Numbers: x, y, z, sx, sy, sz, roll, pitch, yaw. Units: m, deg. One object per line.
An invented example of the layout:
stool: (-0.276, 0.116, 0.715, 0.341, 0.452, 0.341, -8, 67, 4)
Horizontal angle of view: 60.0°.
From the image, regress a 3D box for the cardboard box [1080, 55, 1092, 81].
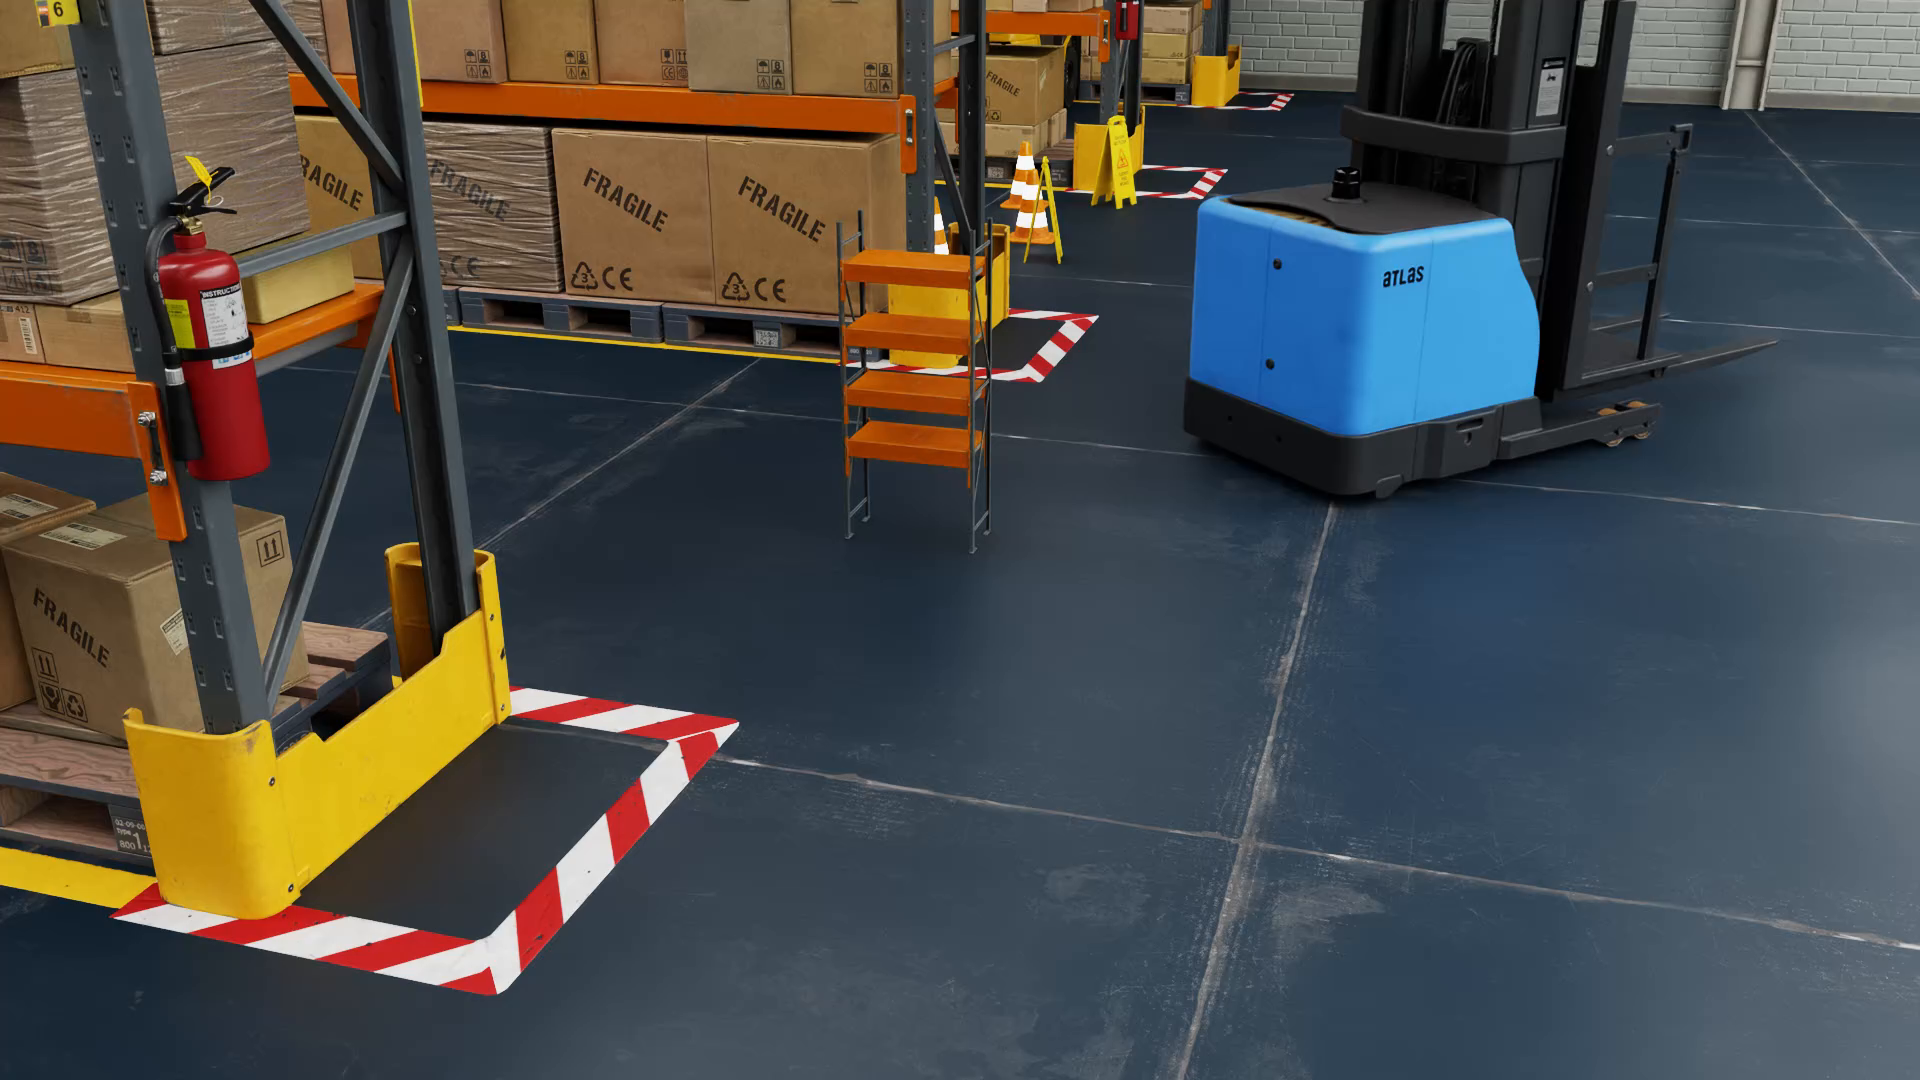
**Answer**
cardboard box: (1.207, -5.064, 17.732, 0.500, 0.250, 0.500, 7, 23, 16)

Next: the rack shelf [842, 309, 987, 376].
rack shelf: (-0.158, -0.718, 6.027, 0.480, 0.148, 0.258, 7, 23, 16)

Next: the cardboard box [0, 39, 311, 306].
cardboard box: (-2.114, -0.938, 4.081, 0.500, 0.500, 0.875, 7, 23, 16)

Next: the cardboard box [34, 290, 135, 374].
cardboard box: (-1.928, -0.524, 3.926, 0.250, 0.149, 0.380, 7, 23, 16)

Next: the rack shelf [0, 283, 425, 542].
rack shelf: (-3.510, -0.571, 4.656, 4.000, 0.370, 1.077, 7, 23, 16)

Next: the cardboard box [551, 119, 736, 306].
cardboard box: (-1.577, -1.832, 9.031, 0.875, 0.875, 0.875, 6, 23, 15)

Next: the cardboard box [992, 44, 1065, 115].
cardboard box: (0.552, -3.745, 13.529, 0.500, 0.500, 0.500, 6, 23, 14)

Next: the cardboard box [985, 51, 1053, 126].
cardboard box: (0.425, -3.547, 13.046, 0.500, 0.500, 0.500, 7, 23, 16)

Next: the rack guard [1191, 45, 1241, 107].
rack guard: (2.721, -4.929, 17.629, 0.348, 0.500, 1.175, 7, 23, 16)

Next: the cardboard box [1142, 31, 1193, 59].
cardboard box: (2.141, -5.182, 17.361, 0.500, 0.250, 0.500, 6, 23, 15)

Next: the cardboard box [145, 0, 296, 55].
cardboard box: (-2.043, -1.490, 4.108, 0.500, 0.500, 0.500, 7, 23, 16)

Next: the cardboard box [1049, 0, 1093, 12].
cardboard box: (0.848, -4.132, 12.721, 0.250, 0.149, 0.380, 7, 23, 17)

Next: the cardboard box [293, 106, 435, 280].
cardboard box: (-3.313, -2.031, 9.514, 0.875, 0.875, 0.875, 7, 23, 16)

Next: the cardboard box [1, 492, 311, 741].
cardboard box: (-2.188, 0.204, 4.562, 0.500, 0.500, 0.500, 11, 25, 25)

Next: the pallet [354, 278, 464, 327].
pallet: (-3.190, -1.512, 9.677, 1.213, 0.211, 1.003, 7, 23, 15)

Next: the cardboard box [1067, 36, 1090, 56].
cardboard box: (1.164, -5.290, 17.624, 0.500, 0.250, 0.500, 6, 23, 14)

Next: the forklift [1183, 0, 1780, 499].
forklift: (2.498, -1.919, 7.087, 3.031, 2.935, 1.130, -13, 26, -29)

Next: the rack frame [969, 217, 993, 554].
rack frame: (0.075, -0.547, 6.021, 0.015, 1.200, 0.240, 7, 23, 16)

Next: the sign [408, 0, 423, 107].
sign: (-1.439, -1.282, 4.302, 0.005, 0.325, 0.100, 7, 23, 16)

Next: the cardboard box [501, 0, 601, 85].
cardboard box: (-1.986, -2.771, 8.876, 0.500, 0.550, 0.875, 7, 23, 16)

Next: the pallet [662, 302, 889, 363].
pallet: (-0.854, -1.244, 9.025, 1.213, 0.211, 1.003, 7, 23, 15)

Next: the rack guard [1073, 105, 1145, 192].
rack guard: (1.195, -3.137, 13.258, 0.348, 0.500, 1.175, 7, 23, 16)

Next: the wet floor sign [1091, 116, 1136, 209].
wet floor sign: (1.140, -2.786, 12.211, 0.232, 0.644, 0.267, 16, 27, 34)

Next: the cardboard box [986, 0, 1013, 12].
cardboard box: (0.334, -4.155, 12.778, 0.250, 0.149, 0.380, 6, 23, 15)

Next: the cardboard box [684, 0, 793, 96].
cardboard box: (-0.967, -2.621, 8.510, 0.550, 0.550, 0.875, 7, 23, 16)

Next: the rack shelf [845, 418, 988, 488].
rack shelf: (-0.158, -0.327, 6.187, 0.480, 0.148, 0.258, 7, 23, 16)

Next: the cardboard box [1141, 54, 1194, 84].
cardboard box: (2.157, -4.947, 17.449, 0.500, 0.250, 0.500, 7, 23, 16)

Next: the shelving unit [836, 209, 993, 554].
shelving unit: (-0.158, -0.573, 6.087, 0.503, 1.200, 0.258, 7, 23, 16)

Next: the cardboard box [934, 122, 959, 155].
cardboard box: (-0.078, -3.257, 13.328, 0.500, 0.250, 0.500, 7, 23, 16)

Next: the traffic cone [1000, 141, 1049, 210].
traffic cone: (0.483, -2.689, 12.217, 0.334, 0.463, 0.336, 7, 23, 16)

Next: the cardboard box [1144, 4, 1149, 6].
cardboard box: (1.676, -5.464, 17.391, 0.500, 0.250, 0.500, 7, 23, 16)

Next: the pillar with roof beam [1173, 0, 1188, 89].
pillar with roof beam: (1.048, -7.704, 13.193, 0.400, 9.000, 9.100, 7, 23, 16)

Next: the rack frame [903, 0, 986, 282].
rack frame: (-0.066, -2.475, 8.352, 0.127, 3.000, 1.000, 7, 23, 16)

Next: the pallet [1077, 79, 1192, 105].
pallet: (1.953, -4.867, 17.857, 1.213, 0.211, 1.003, 7, 23, 16)

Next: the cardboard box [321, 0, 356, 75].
cardboard box: (-3.005, -2.895, 9.177, 0.550, 0.550, 0.875, 7, 23, 16)

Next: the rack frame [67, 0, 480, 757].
rack frame: (-1.595, -0.684, 3.985, 0.127, 3.000, 1.000, 7, 23, 16)

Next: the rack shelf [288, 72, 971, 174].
rack shelf: (-1.980, -2.362, 9.023, 4.000, 0.370, 1.077, 7, 23, 16)

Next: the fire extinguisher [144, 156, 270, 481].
fire extinguisher: (-1.619, -0.468, 3.561, 0.183, 0.674, 0.296, 7, 23, 16)

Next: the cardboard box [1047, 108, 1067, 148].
cardboard box: (0.575, -3.396, 13.666, 0.500, 0.250, 0.500, 6, 23, 15)

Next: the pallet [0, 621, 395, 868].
pallet: (-2.436, 0.496, 4.783, 1.213, 0.211, 1.003, 7, 23, 16)

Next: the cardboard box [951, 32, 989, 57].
cardboard box: (0.054, -3.863, 12.962, 0.250, 0.149, 0.380, 7, 23, 17)

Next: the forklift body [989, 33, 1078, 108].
forklift body: (0.355, -5.241, 16.213, 1.214, 2.155, 2.313, 7, 23, 16)

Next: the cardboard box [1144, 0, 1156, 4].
cardboard box: (1.813, -5.648, 17.839, 0.500, 0.250, 0.500, 7, 23, 16)
